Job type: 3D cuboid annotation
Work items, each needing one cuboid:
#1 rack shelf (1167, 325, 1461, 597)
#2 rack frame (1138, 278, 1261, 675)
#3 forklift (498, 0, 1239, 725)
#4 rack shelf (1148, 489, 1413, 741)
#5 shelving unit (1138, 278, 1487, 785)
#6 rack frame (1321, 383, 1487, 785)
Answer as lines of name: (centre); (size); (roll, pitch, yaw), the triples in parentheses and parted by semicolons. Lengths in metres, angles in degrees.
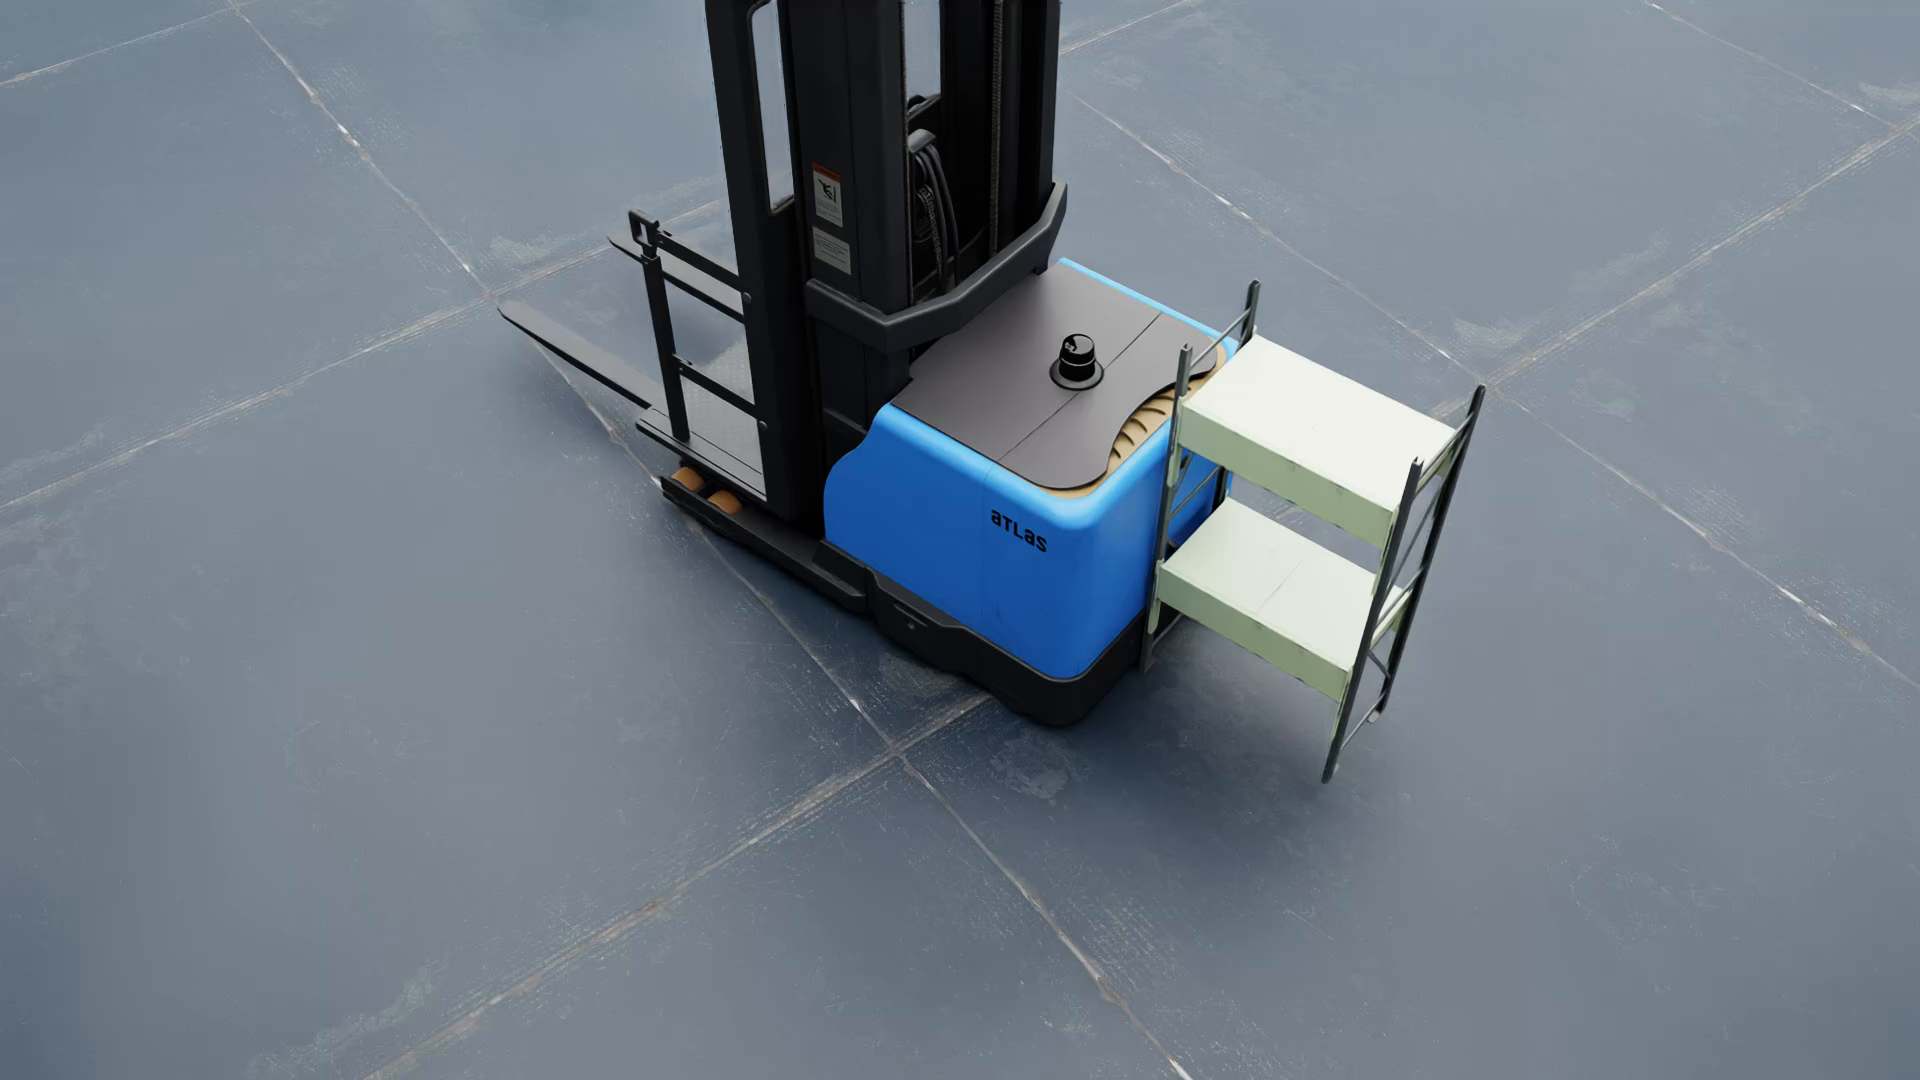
rack shelf: (1.045, -0.244, 4.933); (0.720, 0.370, 0.431); (31, 55, 25)
rack frame: (0.759, -0.151, 5.375); (0.023, 1.500, 0.400); (31, 55, 25)
forklift: (-0.506, -1.283, 5.435); (3.031, 2.935, 1.130); (31, 55, 25)
rack shelf: (1.045, 0.237, 5.463); (0.720, 0.370, 0.431); (31, 55, 25)
shelving unit: (1.045, 0.018, 5.222); (0.755, 1.500, 0.431); (31, 55, 25)
rack frame: (1.331, 0.187, 5.068); (0.023, 1.500, 0.400); (31, 55, 25)
